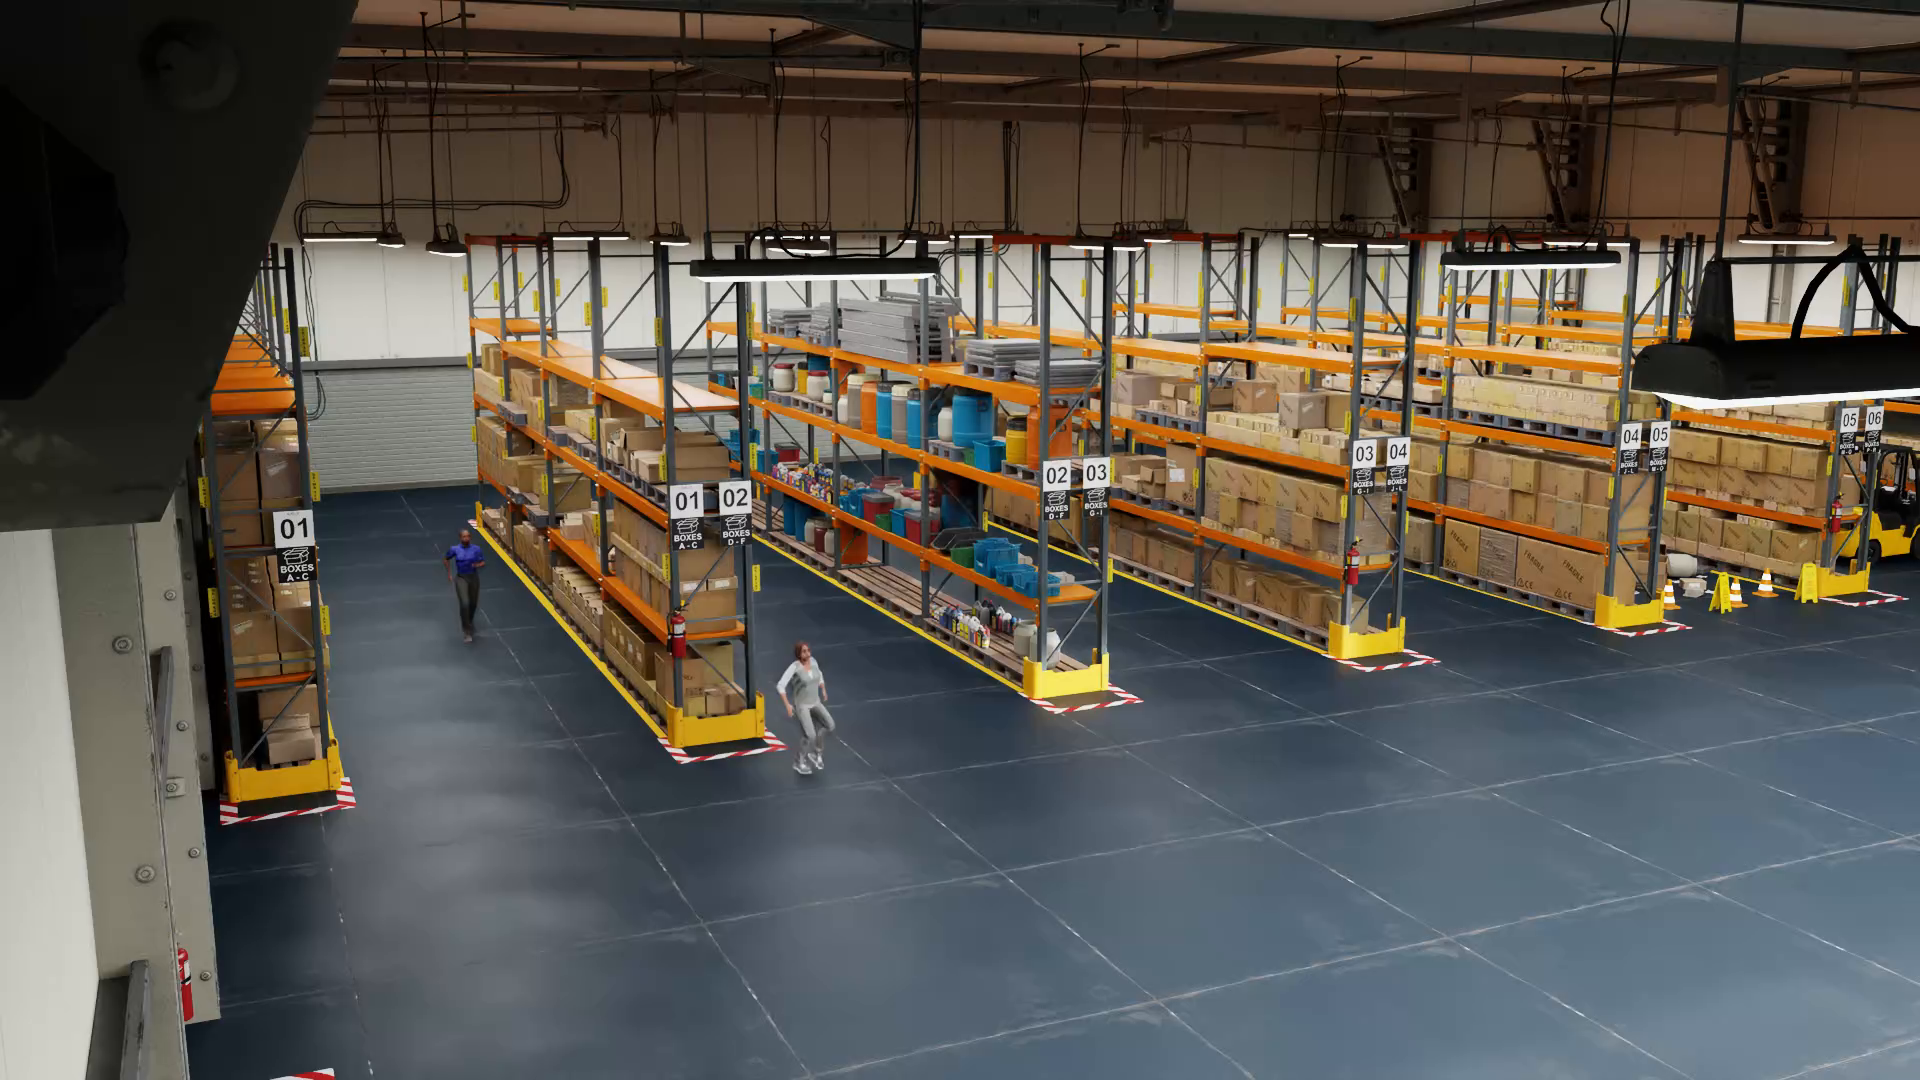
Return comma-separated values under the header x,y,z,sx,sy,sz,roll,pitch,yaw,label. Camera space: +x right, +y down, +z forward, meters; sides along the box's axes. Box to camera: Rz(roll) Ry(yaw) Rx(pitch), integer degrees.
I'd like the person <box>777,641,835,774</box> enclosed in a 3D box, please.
x,y,z,sx,sy,sz,roll,pitch,yaw,label
-1.752,1.942,19.150,0.484,1.540,0.688,7,13,32,person

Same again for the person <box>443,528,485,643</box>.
x,y,z,sx,sy,sz,roll,pitch,yaw,label
-7.512,0.671,25.321,0.549,1.717,0.781,-7,13,-31,person
